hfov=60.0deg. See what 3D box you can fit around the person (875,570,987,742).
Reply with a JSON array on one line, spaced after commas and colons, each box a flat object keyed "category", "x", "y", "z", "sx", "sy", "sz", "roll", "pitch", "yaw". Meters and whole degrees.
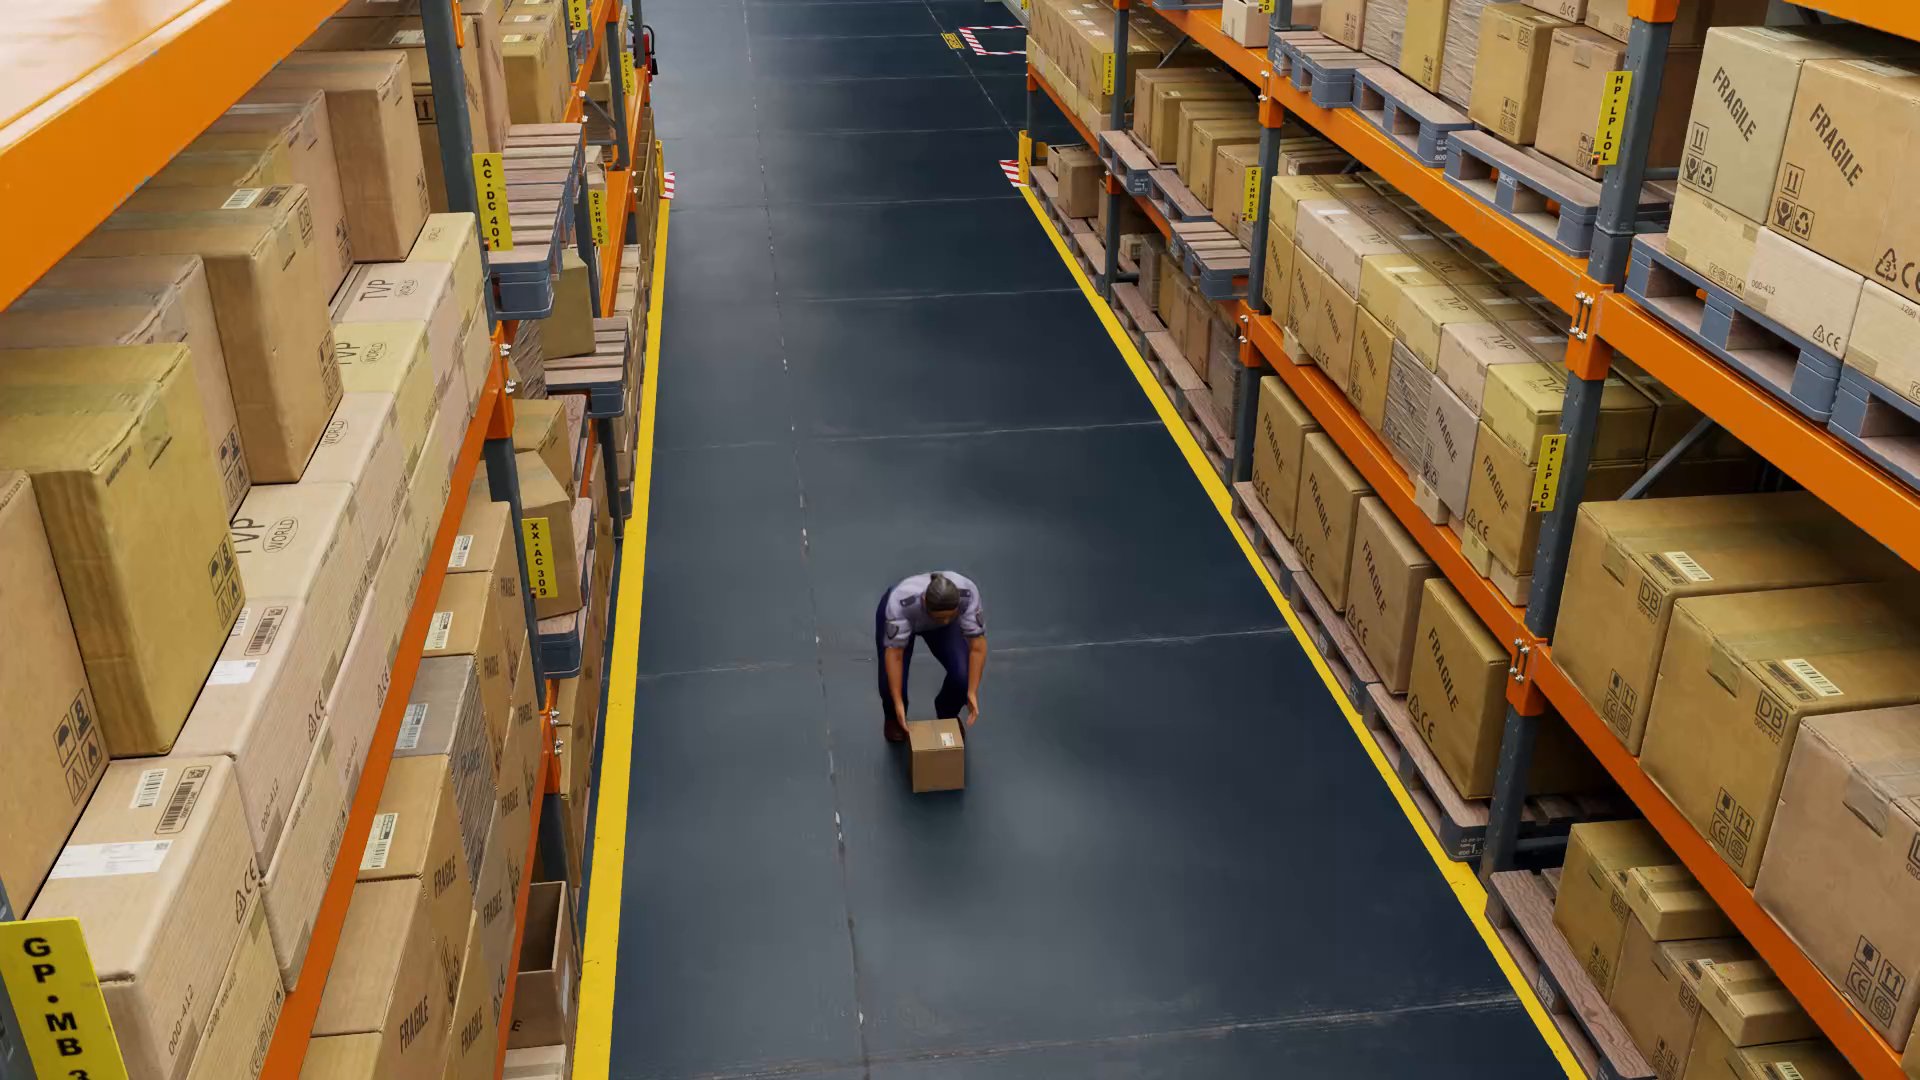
[{"category": "person", "x": -0.155, "y": 0.521, "z": 8.274, "sx": 0.534, "sy": 1.060, "sz": 0.785, "roll": -4, "pitch": 28, "yaw": -7}]
